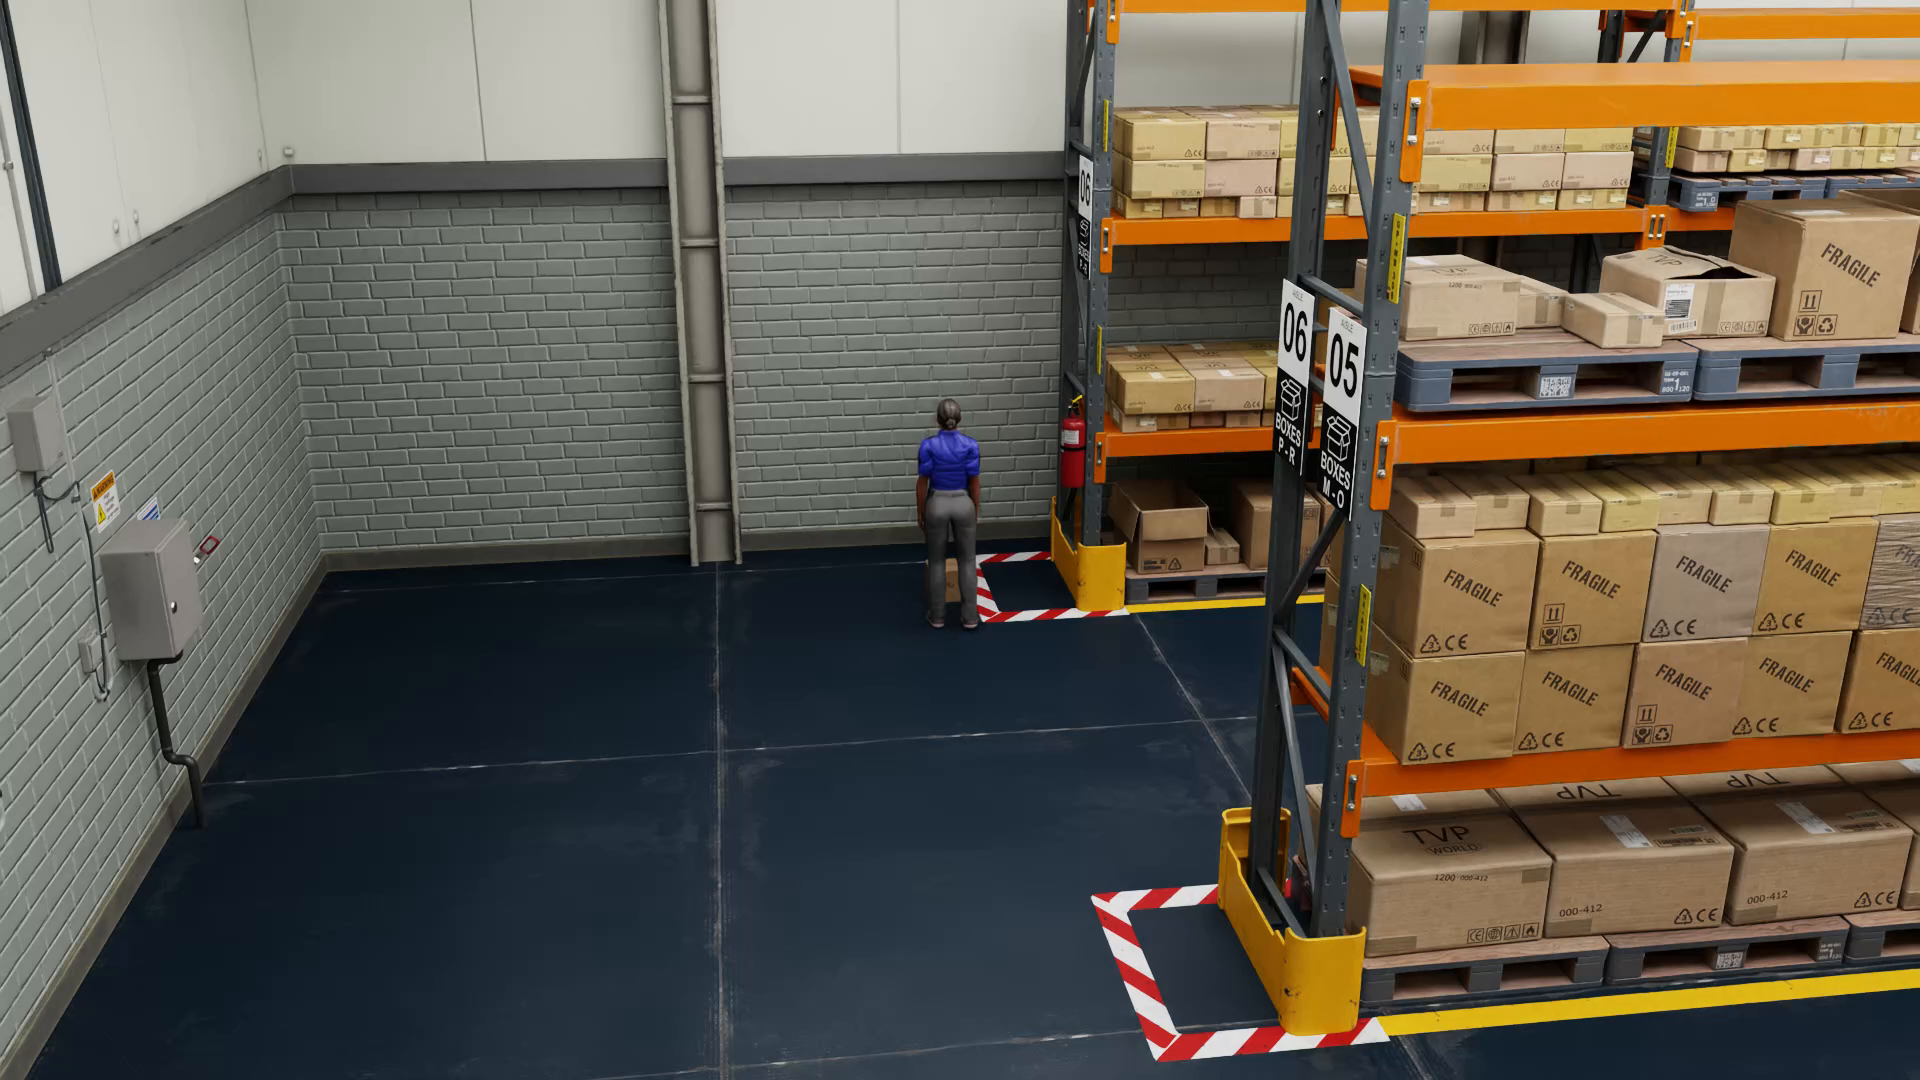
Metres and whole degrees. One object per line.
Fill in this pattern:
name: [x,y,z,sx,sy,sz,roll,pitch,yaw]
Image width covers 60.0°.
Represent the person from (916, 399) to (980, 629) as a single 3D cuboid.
person: [-0.084,-0.184,11.589,0.443,1.662,0.338,-2,20,-5]
